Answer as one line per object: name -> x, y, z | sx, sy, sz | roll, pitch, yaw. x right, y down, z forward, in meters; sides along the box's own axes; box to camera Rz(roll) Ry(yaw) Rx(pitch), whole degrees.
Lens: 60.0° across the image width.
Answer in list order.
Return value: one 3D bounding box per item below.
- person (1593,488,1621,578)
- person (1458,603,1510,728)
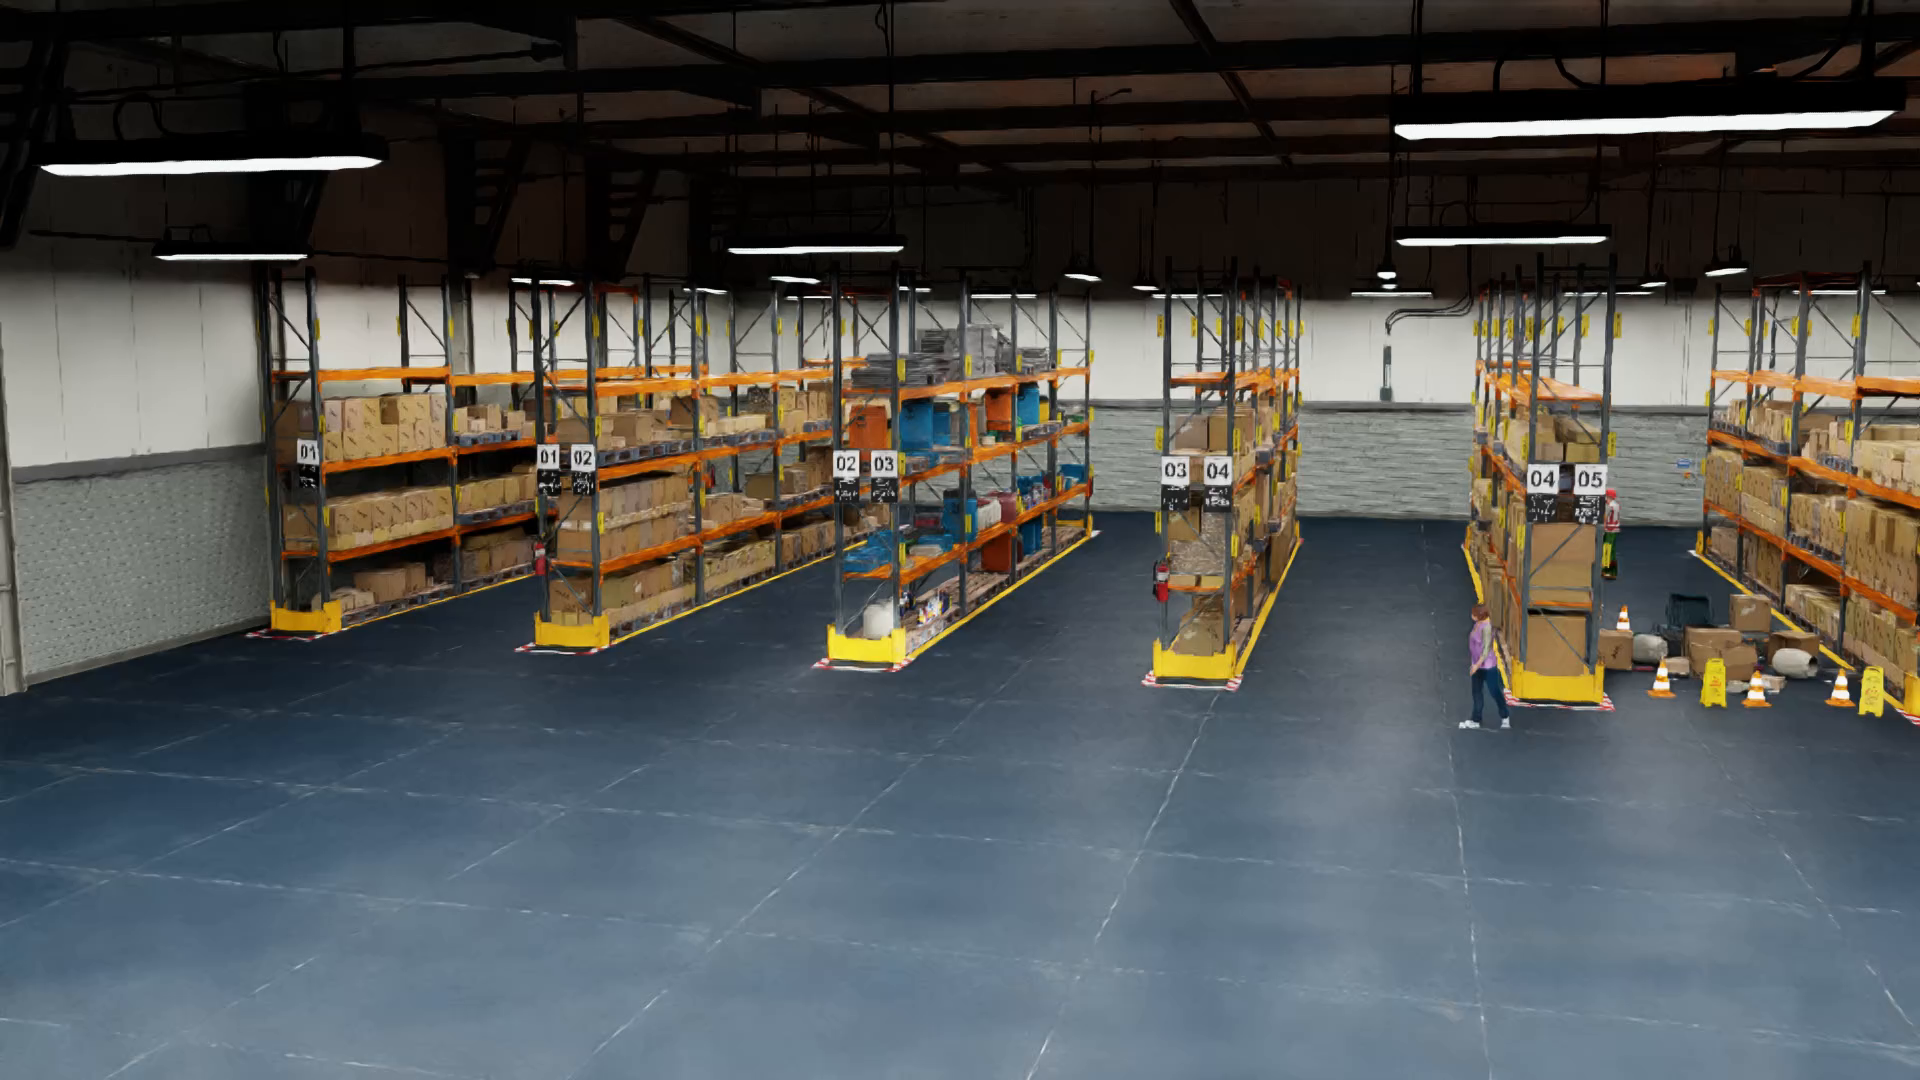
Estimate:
person -> 13.091, -0.157, 33.608 | 0.569, 1.786, 0.653 | 7, 10, 43
person -> 6.618, 1.579, 20.883 | 0.636, 1.586, 0.444 | -1, 7, -11
